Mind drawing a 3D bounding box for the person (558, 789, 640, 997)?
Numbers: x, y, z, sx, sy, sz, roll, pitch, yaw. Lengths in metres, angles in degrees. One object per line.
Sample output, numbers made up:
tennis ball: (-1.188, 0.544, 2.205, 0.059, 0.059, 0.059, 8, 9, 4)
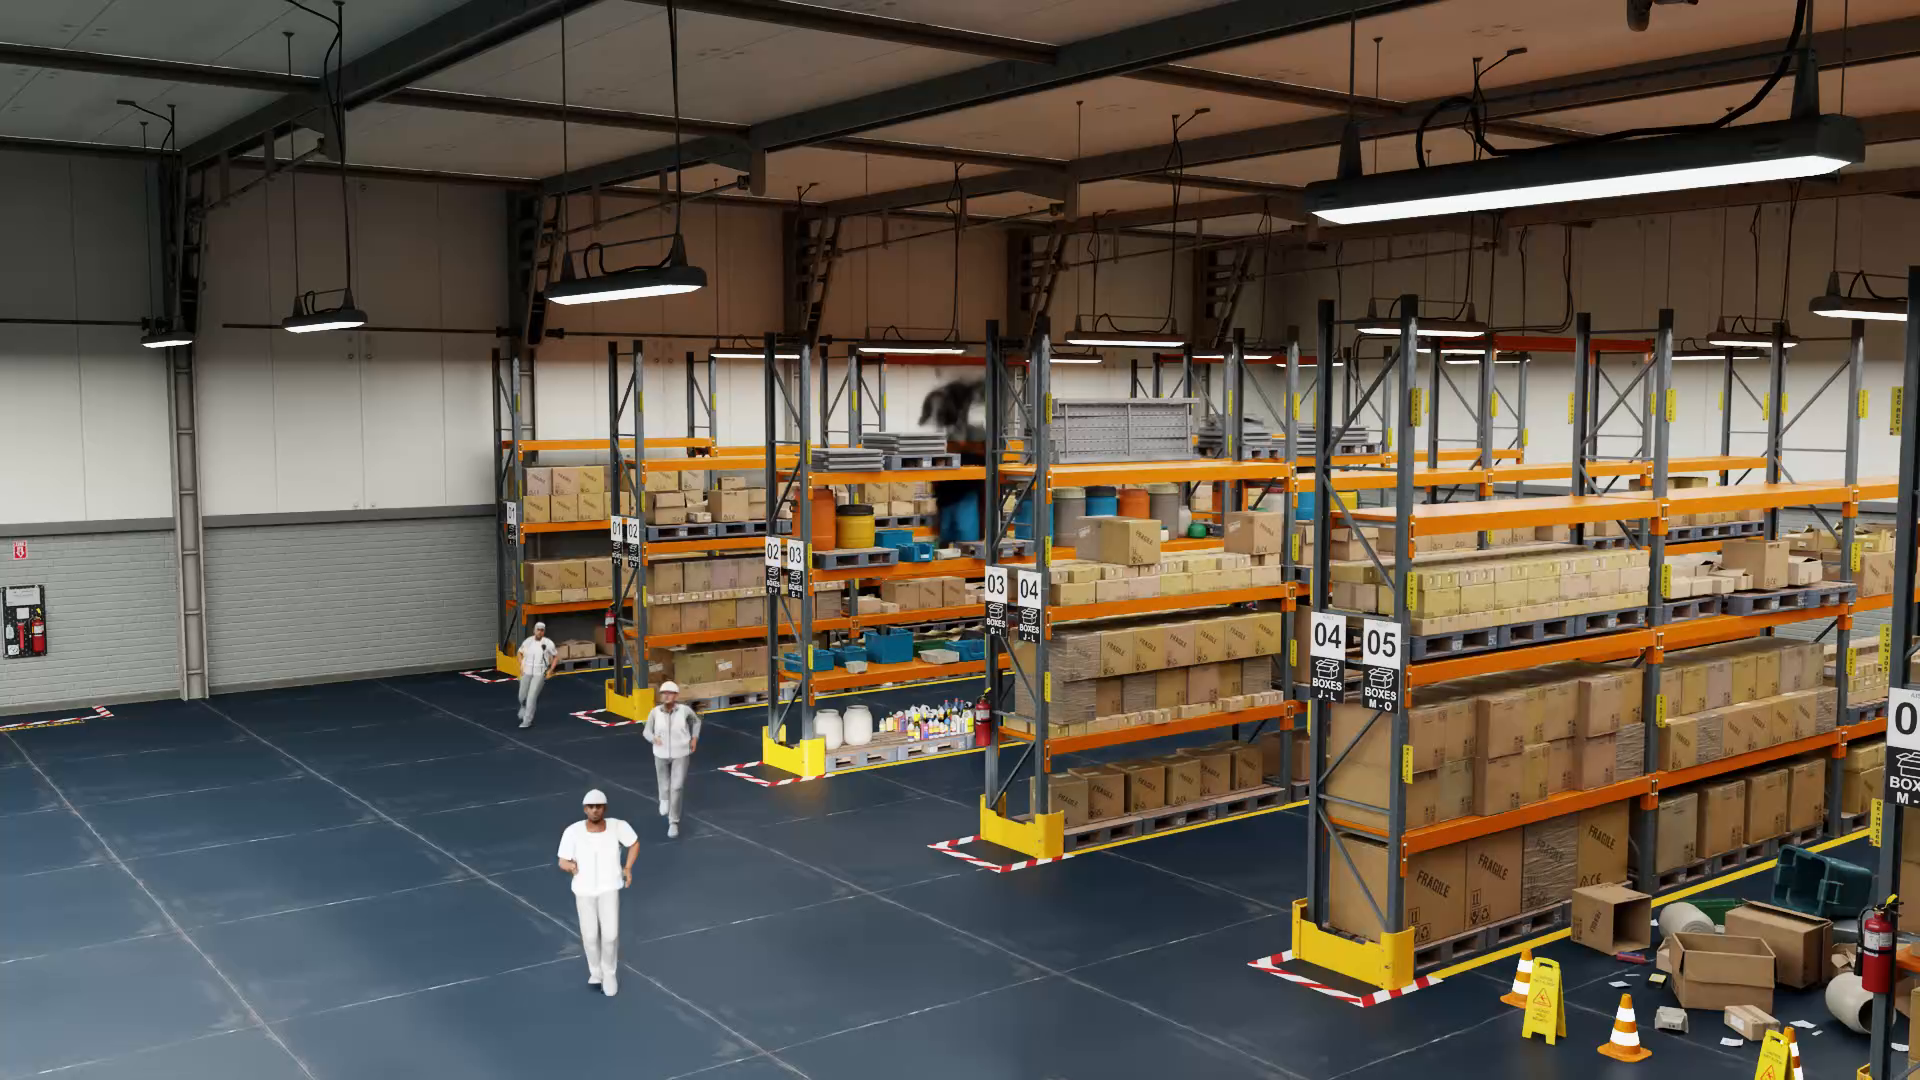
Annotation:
person: (-3.109, 3.041, 14.291, 0.676, 1.790, 0.668, -1, 5, -7)

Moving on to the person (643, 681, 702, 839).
person: (-3.413, 2.550, 19.747, 0.668, 1.781, 0.958, 0, 5, -3)

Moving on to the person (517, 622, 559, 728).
person: (-6.611, 2.081, 25.962, 0.687, 1.611, 0.680, 0, 5, -3)
